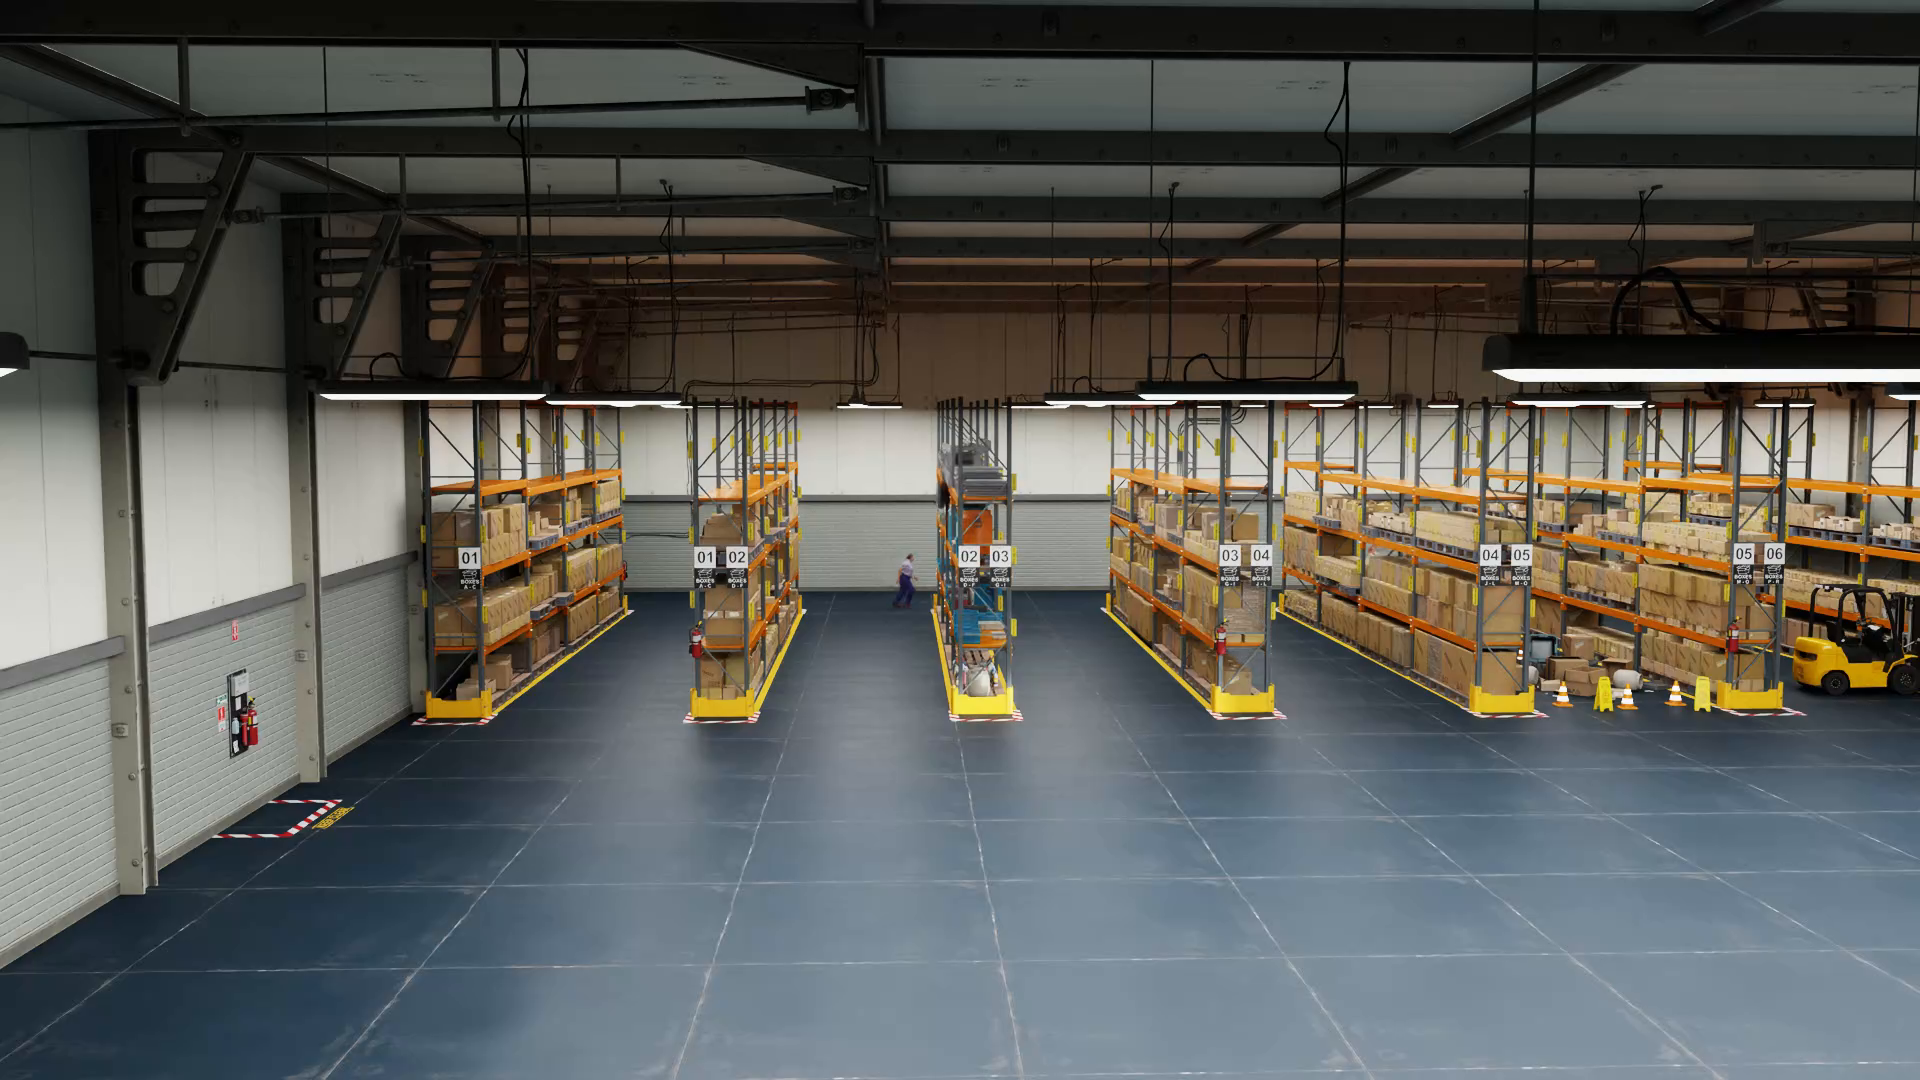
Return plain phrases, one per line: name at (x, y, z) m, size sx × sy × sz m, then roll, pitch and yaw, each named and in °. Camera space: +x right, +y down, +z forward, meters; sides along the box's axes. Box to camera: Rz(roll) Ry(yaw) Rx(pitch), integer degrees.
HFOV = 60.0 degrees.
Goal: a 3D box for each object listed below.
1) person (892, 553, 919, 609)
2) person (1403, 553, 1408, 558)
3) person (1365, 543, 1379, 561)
person at (-1.605, 1.180, 48.444) m, size 0.755 × 1.599 × 0.584 m, roll 1°, pitch 4°, yaw 8°
person at (13.377, 1.149, 49.322) m, size 0.736 × 1.595 × 0.574 m, roll 0°, pitch 4°, yaw -2°
person at (12.436, 0.927, 50.154) m, size 0.983 × 1.769 × 0.663 m, roll -2°, pitch 5°, yaw -21°
